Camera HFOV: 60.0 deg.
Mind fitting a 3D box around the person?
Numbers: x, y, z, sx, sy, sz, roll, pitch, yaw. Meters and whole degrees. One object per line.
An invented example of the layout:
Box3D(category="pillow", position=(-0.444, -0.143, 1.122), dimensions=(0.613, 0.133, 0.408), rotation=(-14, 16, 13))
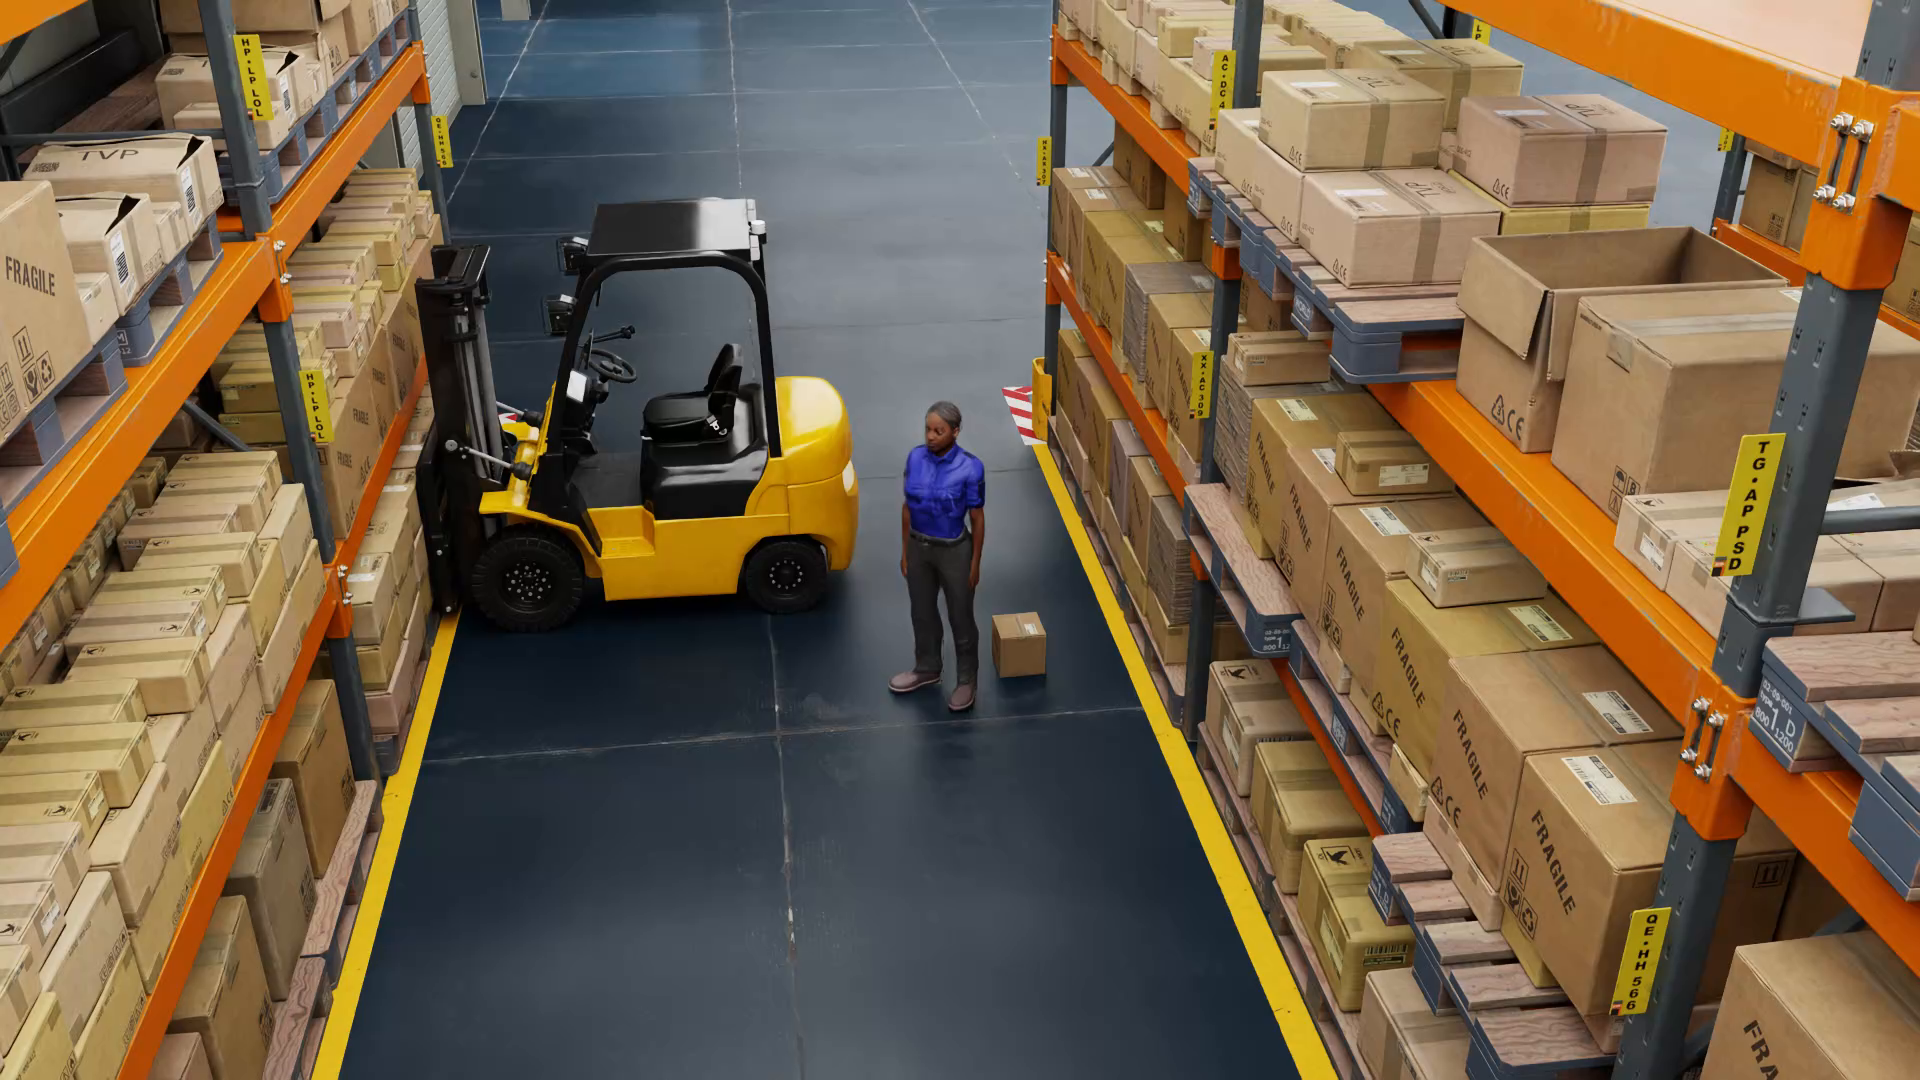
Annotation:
Box3D(category="person", position=(-0.122, 0.070, 8.453), dimensions=(0.507, 1.658, 0.297), rotation=(12, 30, 21))
